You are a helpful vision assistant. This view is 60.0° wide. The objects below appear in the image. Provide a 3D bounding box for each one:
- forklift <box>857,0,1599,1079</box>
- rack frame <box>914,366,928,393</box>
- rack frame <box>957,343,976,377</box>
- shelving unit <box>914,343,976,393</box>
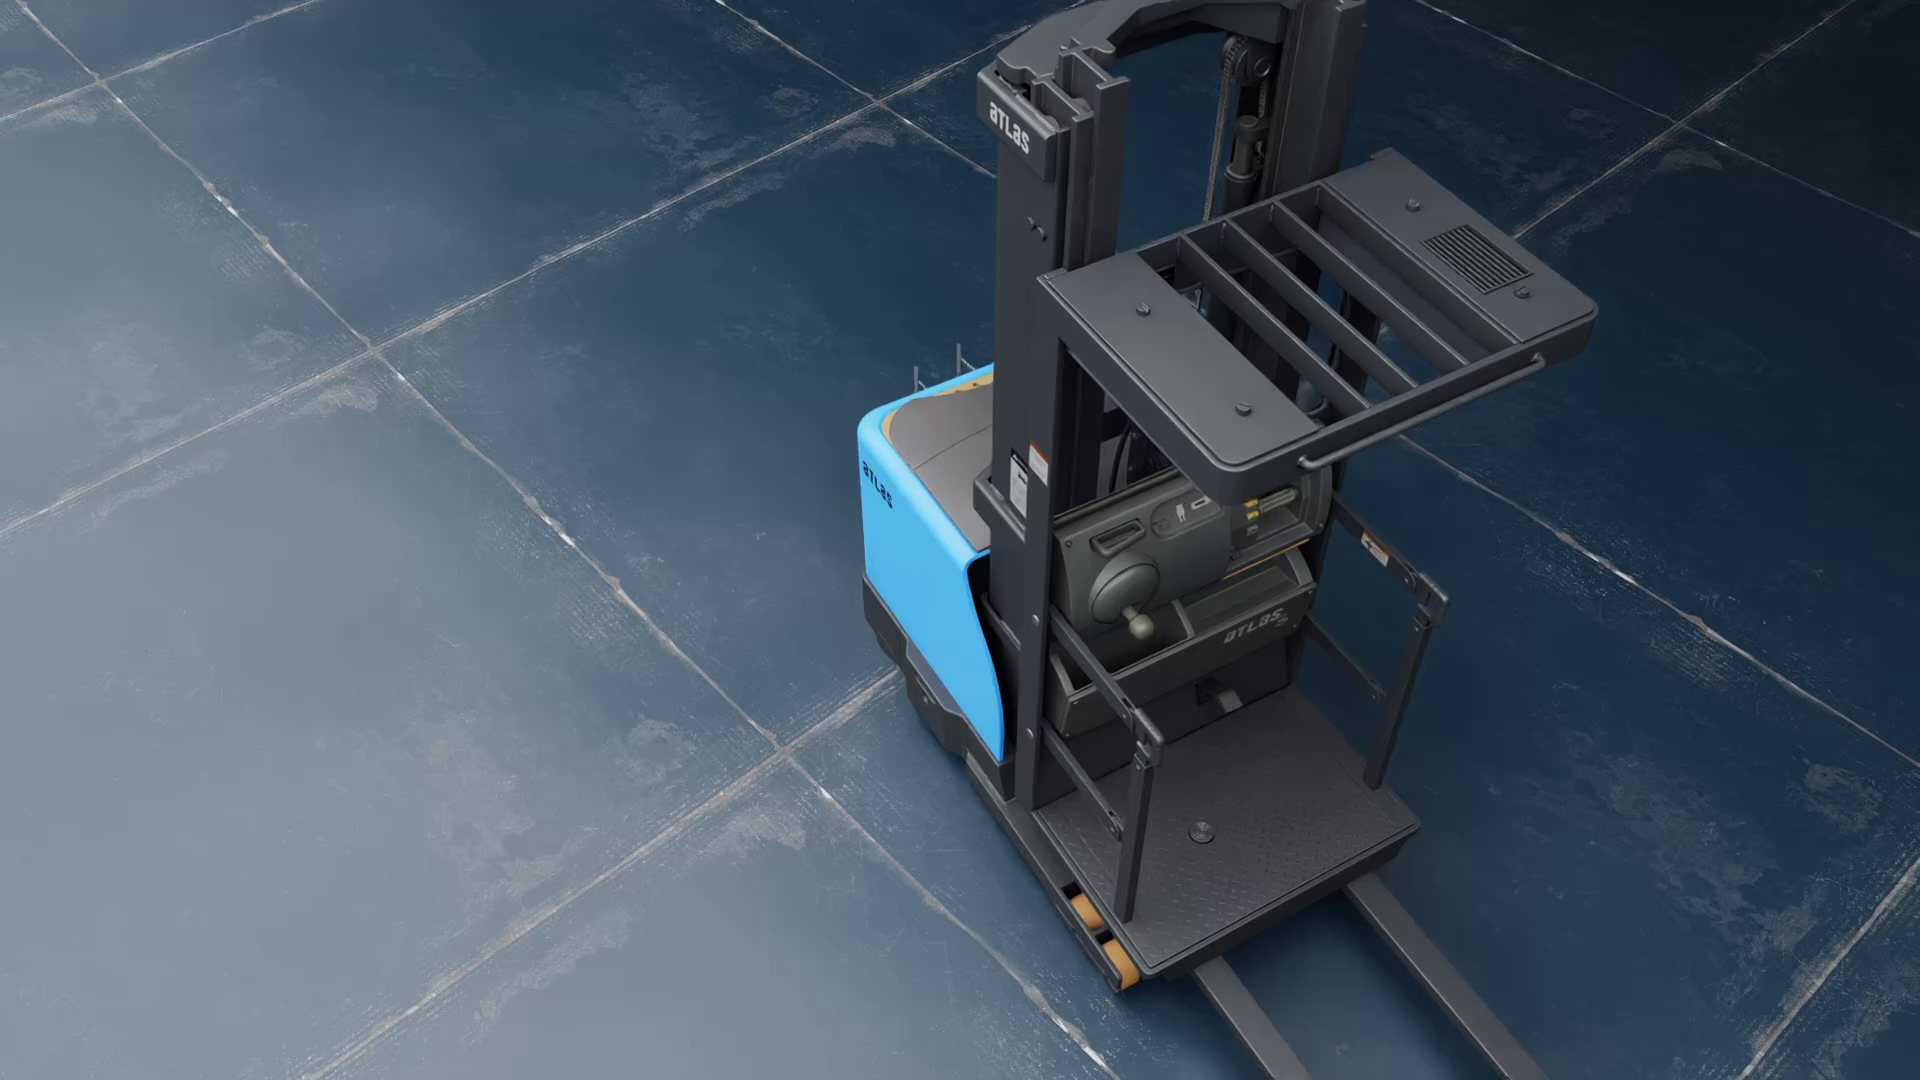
[{"bbox_3d":[0.802,0.071,4.691,1.130,2.935,3.031,-23,51,-20],"label":"forklift"},{"bbox_3d":[-0.091,-0.267,6.384,0.006,0.900,0.240,-31,54,-25],"label":"rack frame"},{"bbox_3d":[0.067,-0.362,6.471,0.006,0.900,0.240,-31,54,-25],"label":"rack frame"},{"bbox_3d":[-0.012,-0.314,6.428,0.210,0.900,0.258,-31,54,-25],"label":"shelving unit"}]
